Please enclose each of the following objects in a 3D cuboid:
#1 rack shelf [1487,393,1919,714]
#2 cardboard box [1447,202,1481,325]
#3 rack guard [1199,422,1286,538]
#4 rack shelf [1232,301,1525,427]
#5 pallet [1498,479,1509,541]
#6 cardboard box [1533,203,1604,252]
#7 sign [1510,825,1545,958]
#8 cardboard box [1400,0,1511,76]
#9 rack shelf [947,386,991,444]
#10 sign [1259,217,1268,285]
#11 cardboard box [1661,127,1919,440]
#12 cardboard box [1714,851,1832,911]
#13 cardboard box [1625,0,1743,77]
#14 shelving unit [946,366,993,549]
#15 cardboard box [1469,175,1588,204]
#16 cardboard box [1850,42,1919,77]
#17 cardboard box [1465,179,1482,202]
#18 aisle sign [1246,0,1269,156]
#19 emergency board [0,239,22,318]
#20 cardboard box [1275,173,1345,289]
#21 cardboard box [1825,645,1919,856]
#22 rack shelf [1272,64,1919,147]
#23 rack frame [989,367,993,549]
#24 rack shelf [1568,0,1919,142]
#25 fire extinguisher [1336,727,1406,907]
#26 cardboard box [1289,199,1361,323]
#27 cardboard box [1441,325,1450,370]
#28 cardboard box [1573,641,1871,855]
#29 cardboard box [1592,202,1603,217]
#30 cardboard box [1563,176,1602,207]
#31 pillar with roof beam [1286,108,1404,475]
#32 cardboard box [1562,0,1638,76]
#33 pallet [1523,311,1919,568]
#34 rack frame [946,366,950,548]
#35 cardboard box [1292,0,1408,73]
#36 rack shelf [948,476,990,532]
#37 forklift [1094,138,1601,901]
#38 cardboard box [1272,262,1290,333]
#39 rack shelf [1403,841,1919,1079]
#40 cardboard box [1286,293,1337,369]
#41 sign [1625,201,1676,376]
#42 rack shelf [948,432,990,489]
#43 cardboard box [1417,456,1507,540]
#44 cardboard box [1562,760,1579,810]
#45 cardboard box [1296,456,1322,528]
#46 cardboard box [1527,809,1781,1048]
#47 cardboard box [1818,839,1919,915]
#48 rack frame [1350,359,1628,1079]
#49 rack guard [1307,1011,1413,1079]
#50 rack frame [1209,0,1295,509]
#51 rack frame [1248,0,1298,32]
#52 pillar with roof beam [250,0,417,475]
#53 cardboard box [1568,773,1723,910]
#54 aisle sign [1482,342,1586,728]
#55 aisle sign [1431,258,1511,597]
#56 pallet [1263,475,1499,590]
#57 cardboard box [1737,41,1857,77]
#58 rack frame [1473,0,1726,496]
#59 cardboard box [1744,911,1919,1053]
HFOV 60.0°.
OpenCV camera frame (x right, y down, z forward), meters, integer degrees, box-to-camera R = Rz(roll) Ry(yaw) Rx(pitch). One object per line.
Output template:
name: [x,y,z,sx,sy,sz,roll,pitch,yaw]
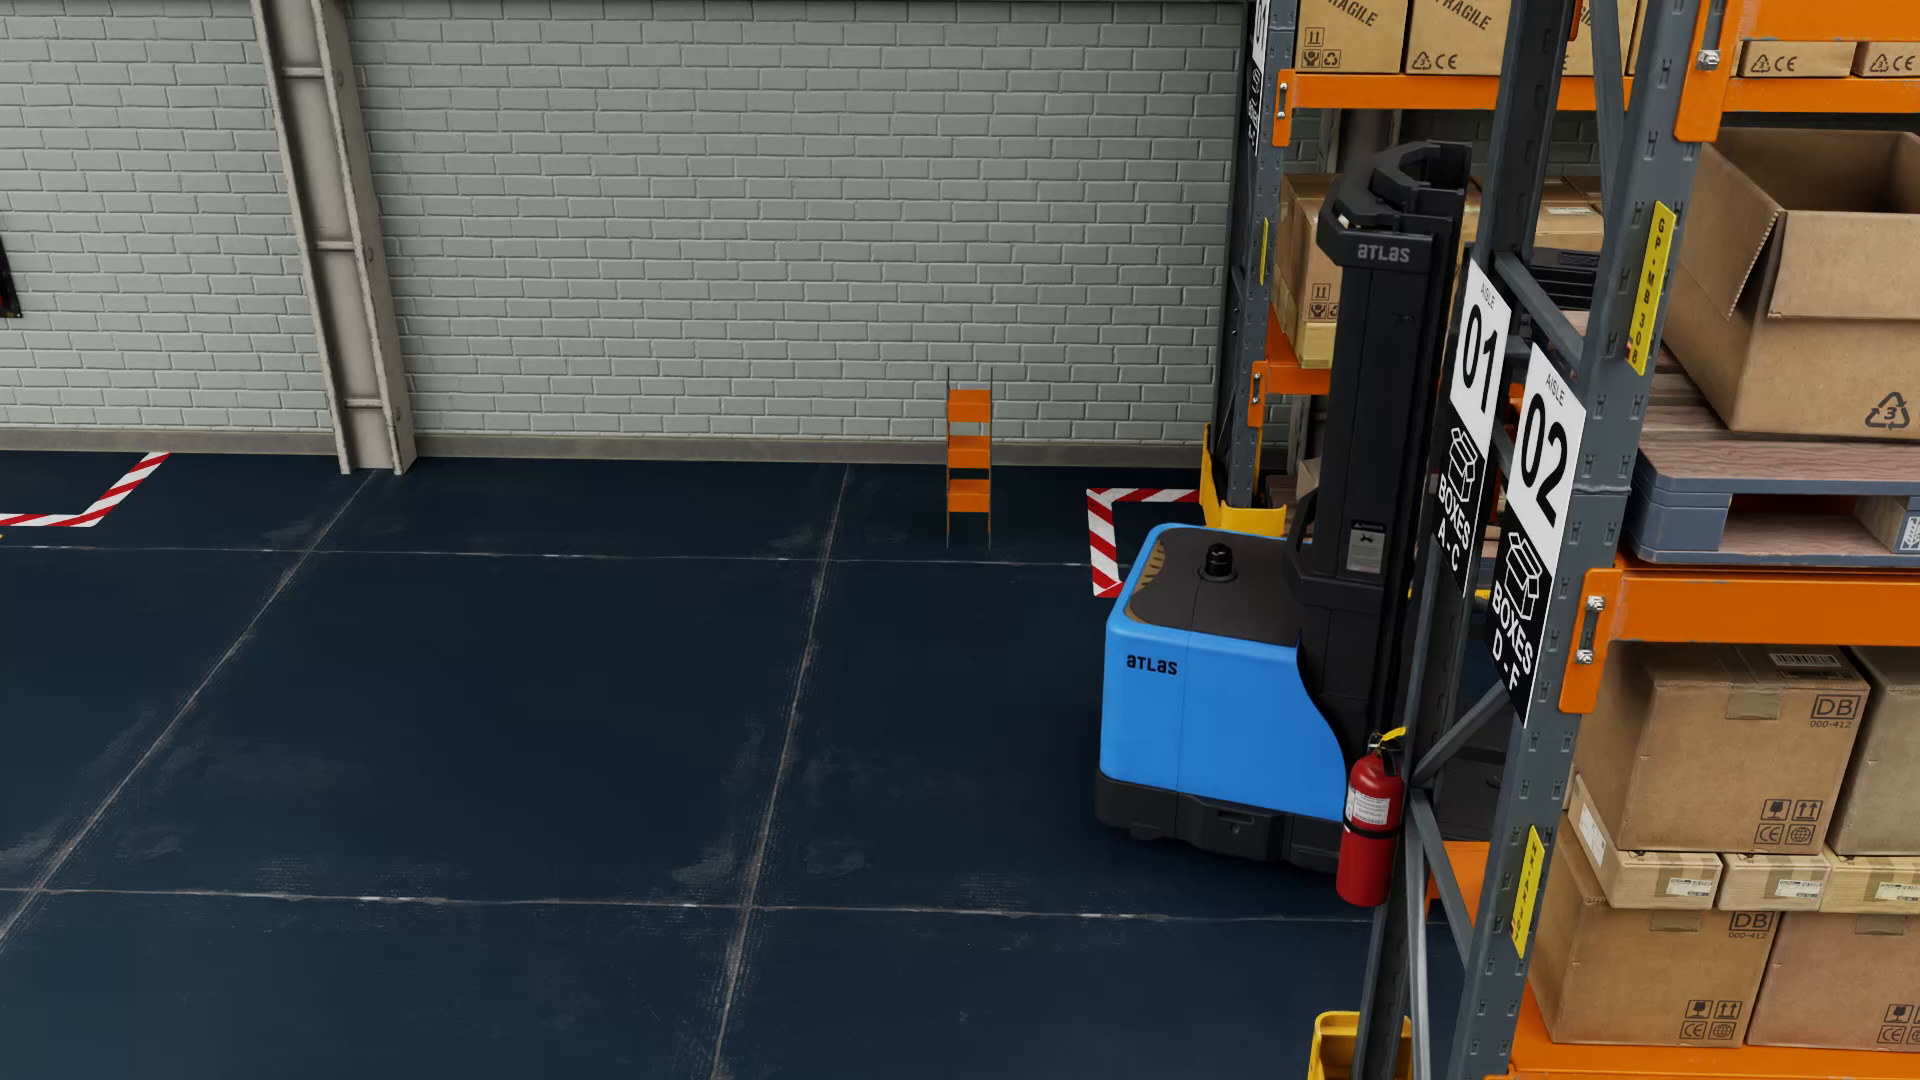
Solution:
rack shelf: [3.373,0.022,4.071,4.000,0.370,1.077,1,28,2]
cardboard box: [2.505,-1.435,8.592,0.500,0.500,0.500,1,28,2]
rack guard: [1.621,-0.217,9.625,0.348,0.500,1.175,1,28,2]
rack shelf: [3.544,-0.971,9.148,4.000,0.370,1.077,1,28,2]
pallet: [3.648,-0.037,9.595,1.213,0.211,1.003,1,28,2]
cardboard box: [3.021,-1.423,8.570,0.500,0.500,0.500,0,28,0]
sign: [1.349,0.839,3.956,0.005,0.325,0.100,1,28,2]
cardboard box: [2.406,-2.552,8.031,0.500,0.500,0.500,3,28,5]
rack shelf: [0.053,-0.704,9.374,0.240,0.259,0.215,1,28,2]
sign: [1.526,-1.451,8.360,0.005,0.325,0.100,1,28,2]
cardboard box: [1.948,-0.610,3.788,0.637,0.503,0.797,3,28,5]
cardboard box: [2.023,0.776,4.284,0.250,0.149,0.380,0,28,0]
cardboard box: [3.461,-2.547,8.021,0.500,0.500,0.500,3,28,5]
shelving unit: [0.053,-0.463,9.502,0.252,1.050,0.215,1,28,2]
cardboard box: [3.043,-1.668,9.033,0.500,0.500,0.500,0,28,0]
cardboard box: [4.524,-2.541,8.011,0.500,0.500,0.500,-1,28,-3]
cardboard box: [2.527,-1.675,9.045,0.500,0.500,0.500,1,28,2]
aisle sign: [1.463,-2.332,8.170,0.004,0.787,0.394,1,28,2]
emergency board: [-6.189,-1.873,10.081,0.643,1.169,0.194,1,28,2]
cardboard box: [2.024,-1.688,9.069,0.500,0.500,0.500,1,28,1]
cardboard box: [2.419,0.400,4.301,0.500,0.500,0.700,0,28,0]
rack shelf: [3.544,-2.297,8.445,4.000,0.370,1.077,1,28,2]
rack frame: [0.175,-0.461,9.499,0.008,1.050,0.200,1,28,2]
rack shelf: [3.373,-1.126,3.462,4.000,0.370,1.077,1,28,2]
fire extinguisher: [1.272,0.811,5.099,0.183,0.674,0.296,1,28,2]
cardboard box: [2.012,-1.448,8.616,0.500,0.500,0.500,1,28,2]
cardboard box: [2.541,-1.106,8.773,0.500,0.250,0.500,0,28,0]
cardboard box: [1.893,0.394,4.313,0.500,0.500,0.700,1,28,2]
cardboard box: [3.538,-1.420,8.565,0.500,0.500,0.500,2,28,3]
cardboard box: [3.547,-1.660,9.017,0.500,0.500,0.500,1,28,2]
pillar with roof beam: [2.123,-2.351,4.577,0.400,9.000,9.100,1,28,2]
cardboard box: [2.925,-2.546,8.019,0.500,0.500,0.500,2,28,4]
pallet: [2.080,-0.266,3.941,1.213,0.211,1.003,1,28,2]
rack frame: [-0.068,-0.465,9.506,0.008,1.050,0.200,1,28,2]
cardboard box: [1.871,-2.578,8.080,0.500,0.500,0.500,2,28,3]
rack shelf: [0.053,-0.208,9.638,0.240,0.259,0.215,1,28,2]
forklift: [2.167,-0.015,6.649,3.031,2.935,1.130,9,29,16]
cardboard box: [2.019,-1.348,9.229,0.500,0.250,0.500,1,28,3]
rack shelf: [3.373,1.347,4.774,4.000,0.370,1.077,1,28,2]
cardboard box: [2.022,-1.108,8.776,0.500,0.250,0.500,0,28,0]
sign: [1.349,-0.490,3.252,0.005,0.325,0.100,1,28,2]
rack shelf: [0.053,-0.454,9.507,0.240,0.259,0.215,1,28,2]
cardboard box: [2.803,-0.266,9.449,0.500,0.311,0.500,3,28,6]
cardboard box: [1.763,0.583,4.648,0.250,0.149,0.380,0,28,1]
cardboard box: [2.234,-0.275,9.467,0.500,0.311,0.500,-2,28,-4]
cardboard box: [1.840,0.966,4.618,0.500,0.500,0.700,1,28,2]
cardboard box: [2.272,0.781,4.275,0.250,0.149,0.380,1,28,2]
rack frame: [1.374,0.997,4.667,0.127,3.000,1.000,1,28,2]
rack guard: [1.350,2.101,5.254,0.348,0.500,1.175,1,28,2]
rack frame: [1.545,-1.322,9.042,0.127,3.000,1.000,1,28,2]
rack frame: [1.545,-3.973,7.636,0.127,3.000,1.000,1,28,2]
pillar with roof beam: [-3.873,-2.450,4.764,0.400,9.000,9.100,1,28,2]
cardboard box: [1.759,0.773,4.290,0.250,0.149,0.380,1,28,1]
aisle sign: [1.298,-0.010,3.790,0.004,0.787,0.394,1,28,2]
aisle sign: [1.319,-0.291,4.320,0.004,0.787,0.394,1,28,2]
pallet: [2.432,-0.059,9.636,1.213,0.211,1.003,1,28,2]
cardboard box: [3.969,-2.533,7.995,0.500,0.500,0.500,0,28,0]
rack frame: [1.374,-1.654,3.262,0.127,3.000,1.000,1,28,2]
cardboard box: [2.365,0.973,4.606,0.500,0.500,0.700,2,28,3]
